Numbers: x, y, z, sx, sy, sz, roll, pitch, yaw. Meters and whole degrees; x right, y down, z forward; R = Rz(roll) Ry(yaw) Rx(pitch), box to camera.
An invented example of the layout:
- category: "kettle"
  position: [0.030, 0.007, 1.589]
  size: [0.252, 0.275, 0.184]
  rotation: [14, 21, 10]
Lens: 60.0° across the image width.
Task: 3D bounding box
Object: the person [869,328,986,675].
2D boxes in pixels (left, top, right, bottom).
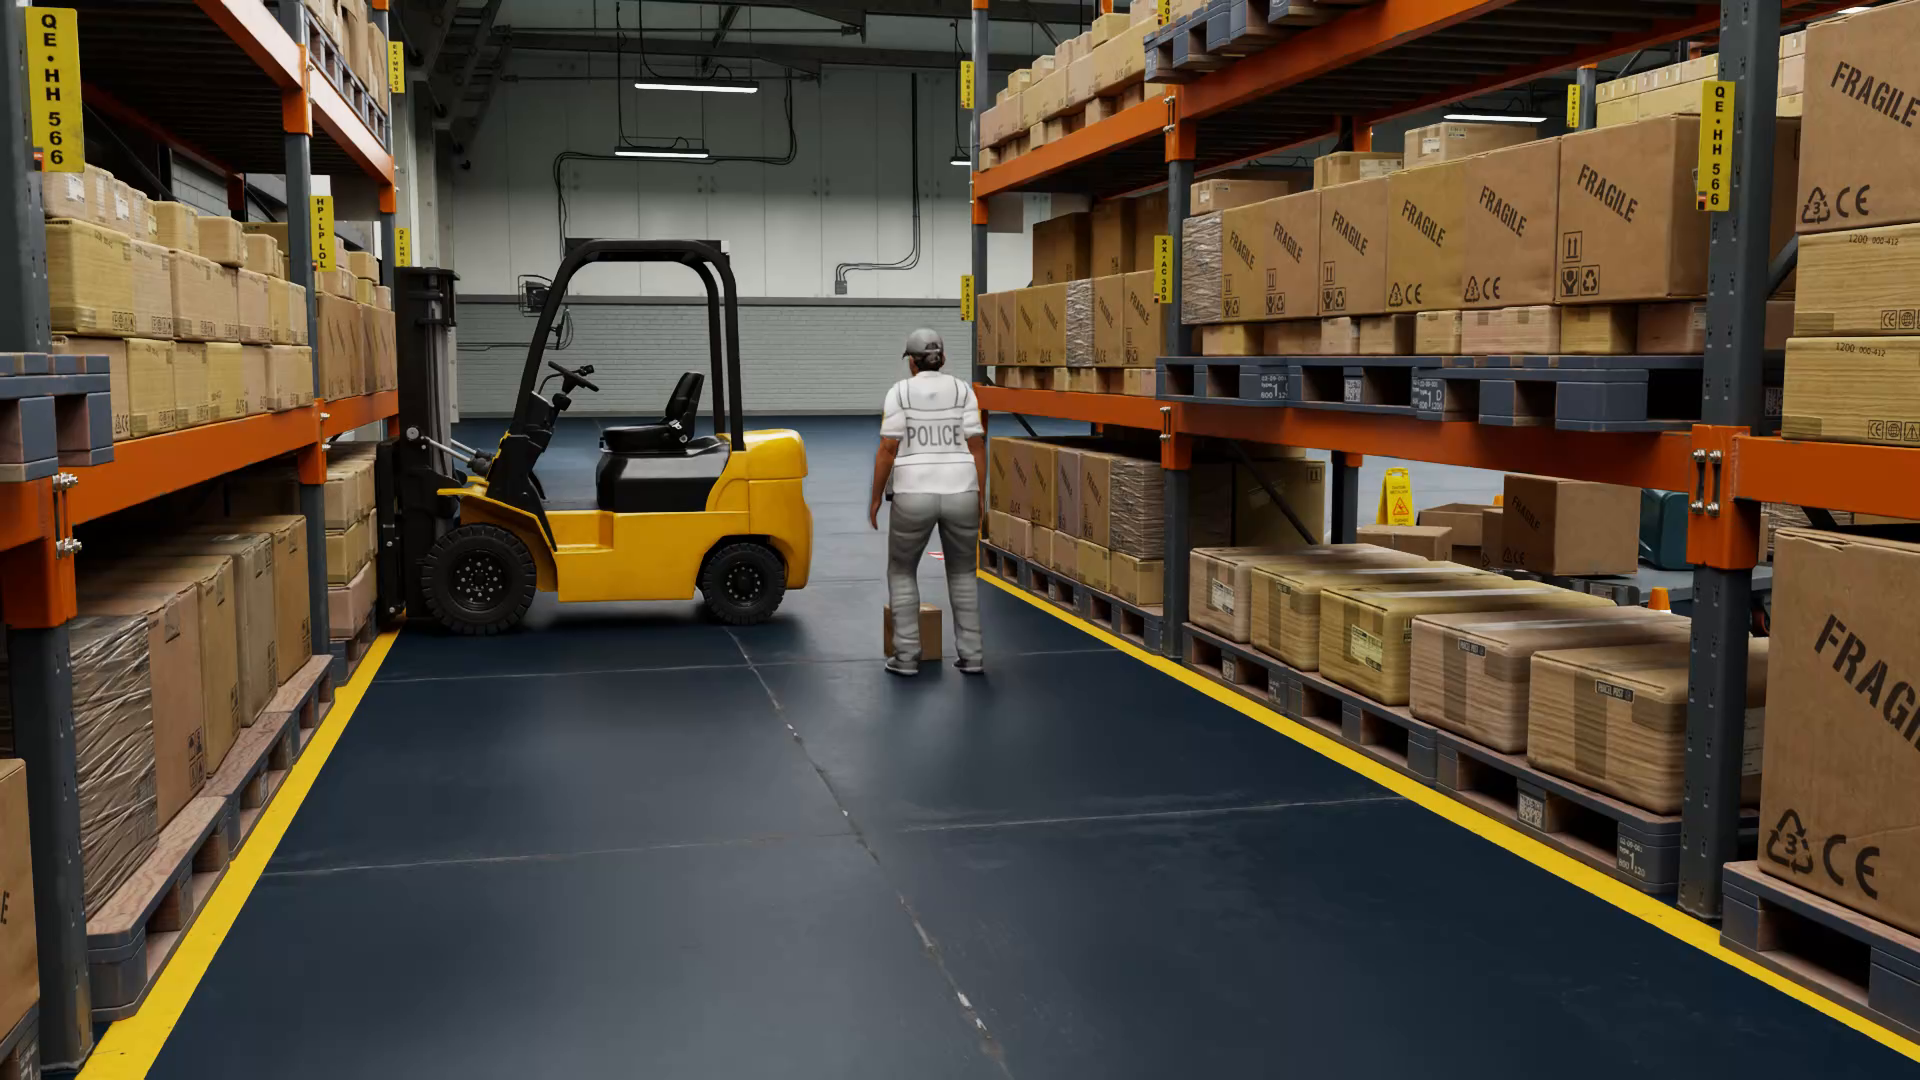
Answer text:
- category: "person"
  position: [-0.156, -0.176, 7.904]
  size: [0.547, 1.654, 0.452]
  rotation: [-1, 6, -12]
